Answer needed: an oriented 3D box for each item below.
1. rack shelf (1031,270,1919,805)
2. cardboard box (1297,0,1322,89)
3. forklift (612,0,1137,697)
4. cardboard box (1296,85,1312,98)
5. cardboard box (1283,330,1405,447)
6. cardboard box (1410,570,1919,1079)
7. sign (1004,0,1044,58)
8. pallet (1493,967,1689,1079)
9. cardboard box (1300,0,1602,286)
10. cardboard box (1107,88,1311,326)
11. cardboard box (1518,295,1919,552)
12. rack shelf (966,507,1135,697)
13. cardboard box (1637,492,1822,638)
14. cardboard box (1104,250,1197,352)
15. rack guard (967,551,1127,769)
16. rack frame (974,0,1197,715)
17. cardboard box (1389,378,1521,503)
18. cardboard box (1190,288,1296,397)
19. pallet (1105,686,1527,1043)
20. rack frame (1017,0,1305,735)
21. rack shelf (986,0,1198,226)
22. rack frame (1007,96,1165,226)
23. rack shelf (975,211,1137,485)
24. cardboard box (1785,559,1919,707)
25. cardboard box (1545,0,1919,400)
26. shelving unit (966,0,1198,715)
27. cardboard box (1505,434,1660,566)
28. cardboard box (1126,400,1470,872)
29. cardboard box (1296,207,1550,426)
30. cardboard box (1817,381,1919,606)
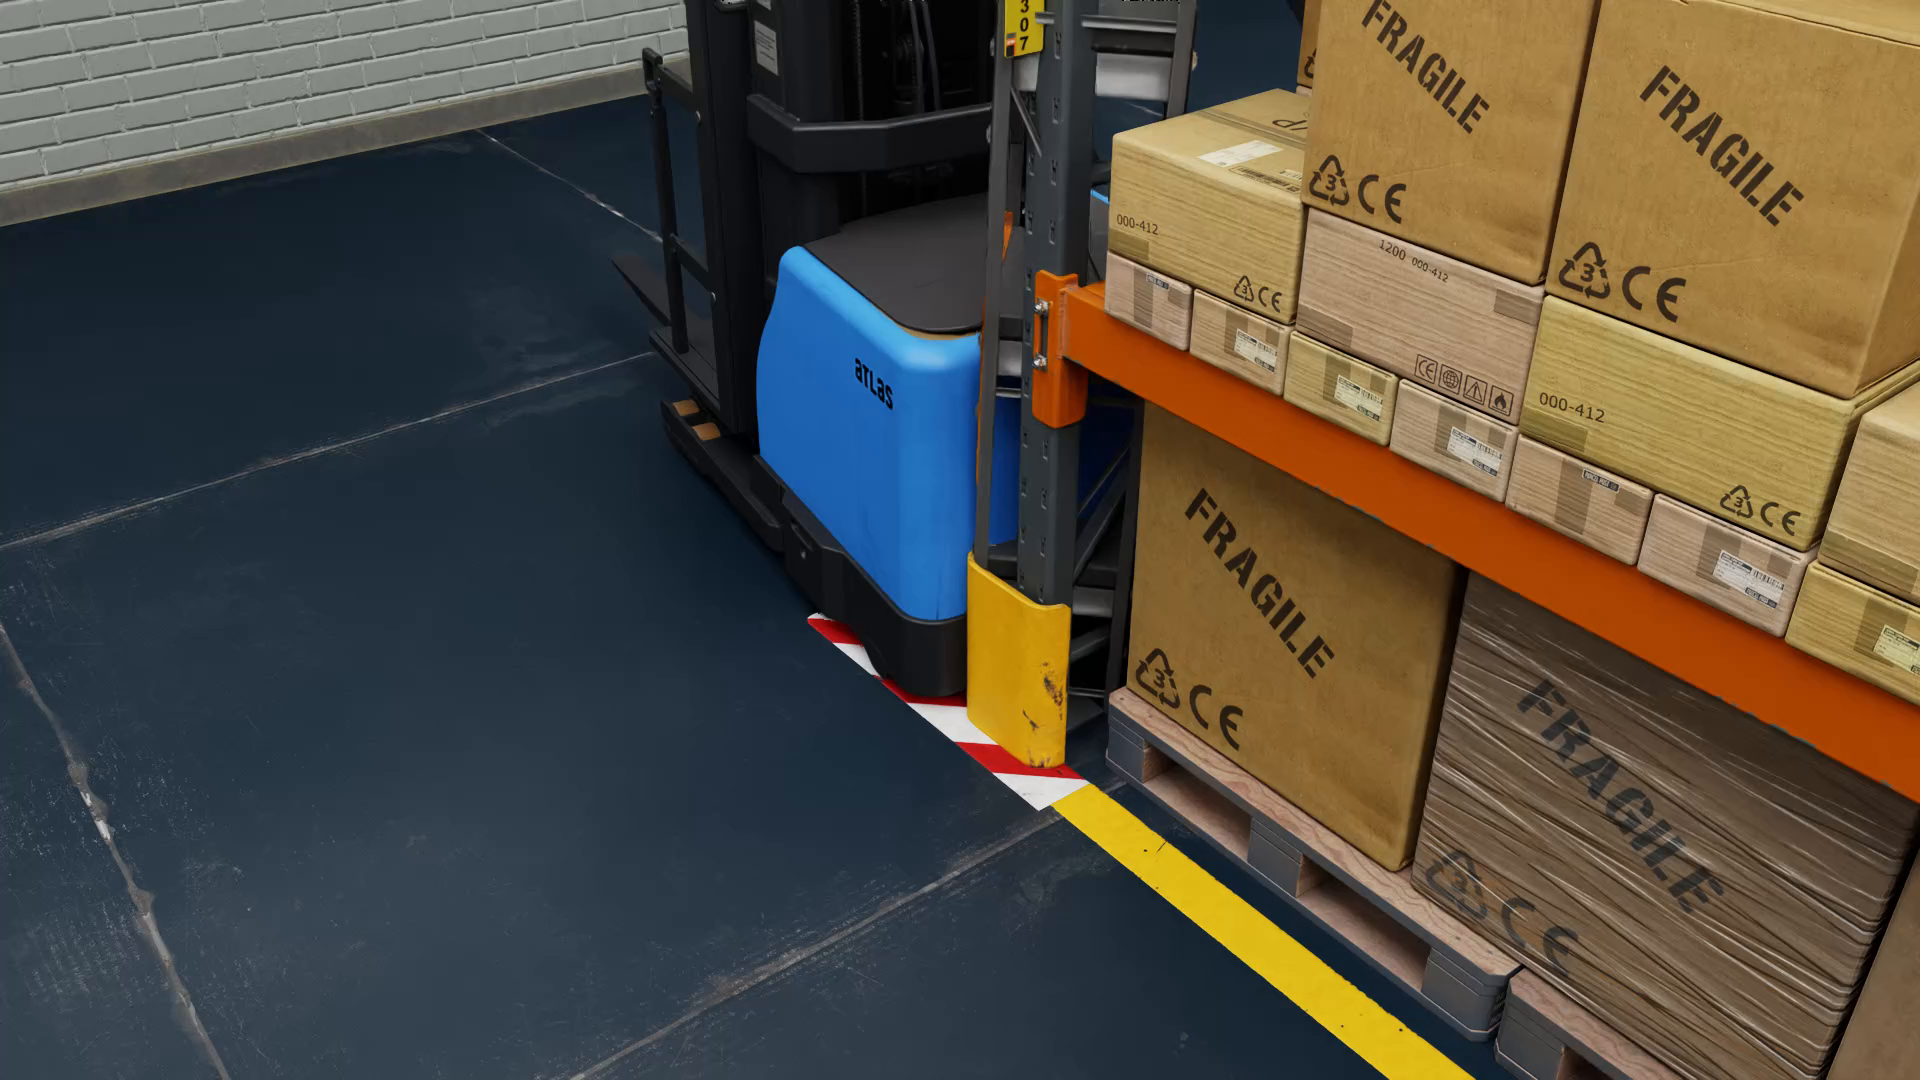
[{"bbox_3d":[1.800,0.221,2.734,1.077,0.370,4.000,-22,38,-31],"label":"rack shelf"},{"bbox_3d":[1.080,-1.182,3.459,0.500,0.500,0.500,-22,38,-31],"label":"cardboard box"},{"bbox_3d":[-0.376,-1.577,5.011,1.130,2.935,3.031,-16,35,-24],"label":"forklift"},{"bbox_3d":[1.081,-0.865,3.660,0.500,0.250,0.500,-23,39,-32],"label":"cardboard box"},{"bbox_3d":[0.847,-0.344,3.199,0.380,0.149,0.250,-23,39,-32],"label":"cardboard box"},{"bbox_3d":[1.588,0.426,3.337,0.875,0.875,0.875,-22,38,-31],"label":"cardboard box"},{"bbox_3d":[0.132,-1.143,3.351,0.100,0.325,0.005,-22,38,-31],"label":"sign"},{"bbox_3d":[1.870,1.082,3.308,1.003,0.211,1.213,-22,38,-31],"label":"pallet"},{"bbox_3d":[0.962,-0.804,2.851,0.500,0.500,0.500,-23,39,-32],"label":"cardboard box"},{"bbox_3d":[0.655,-0.694,3.384,0.500,0.250,0.500,-23,39,-33],"label":"cardboard box"},{"bbox_3d":[1.284,-0.269,2.700,0.500,0.250,0.500,-24,39,-33],"label":"cardboard box"},{"bbox_3d":[0.258,0.101,4.554,0.431,0.518,0.480,6,36,5],"label":"rack shelf"},{"bbox_3d":[1.321,-0.022,2.680,0.380,0.149,0.250,-23,38,-32],"label":"cardboard box"},{"bbox_3d":[0.531,-0.557,3.542,0.380,0.149,0.250,-22,38,-31],"label":"cardboard box"},{"bbox_3d":[0.559,0.133,4.561,1.175,0.500,0.348,-22,38,-31],"label":"rack guard"},{"bbox_3d":[0.250,-0.332,3.937,0.400,2.100,0.015,6,36,5],"label":"rack frame"},{"bbox_3d":[1.008,-0.236,3.025,0.380,0.149,0.250,-23,39,-32],"label":"cardboard box"},{"bbox_3d":[0.689,-0.451,3.371,0.380,0.149,0.250,-23,38,-32],"label":"cardboard box"},{"bbox_3d":[1.126,0.574,4.126,1.003,0.211,1.213,-22,38,-31],"label":"pallet"},{"bbox_3d":[0.574,-0.918,3.886,1.000,3.000,0.127,-22,38,-31],"label":"rack frame"},{"bbox_3d":[0.300,-1.028,3.728,0.431,0.518,0.480,6,36,5],"label":"rack shelf"},{"bbox_3d":[0.310,-0.617,4.329,0.400,2.100,0.015,6,36,5],"label":"rack frame"},{"bbox_3d":[0.279,-0.464,4.141,0.431,0.518,0.480,6,36,5],"label":"rack shelf"},{"bbox_3d":[1.475,0.084,2.511,0.380,0.149,0.250,-23,39,-33],"label":"cardboard box"},{"bbox_3d":[1.284,-0.590,2.506,0.500,0.500,0.500,-23,39,-33],"label":"cardboard box"},{"bbox_3d":[0.280,-0.475,4.133,0.431,2.100,0.503,6,36,5],"label":"shelving unit"},{"bbox_3d":[1.163,-0.129,2.853,0.380,0.149,0.250,-23,39,-32],"label":"cardboard box"},{"bbox_3d":[1.030,0.047,3.948,0.875,0.875,0.875,-22,38,-31],"label":"cardboard box"},{"bbox_3d":[0.979,-0.479,3.039,0.500,0.250,0.500,-23,38,-32],"label":"cardboard box"},{"bbox_3d":[1.608,-0.053,2.352,0.500,0.250,0.500,-23,39,-32],"label":"cardboard box"}]
